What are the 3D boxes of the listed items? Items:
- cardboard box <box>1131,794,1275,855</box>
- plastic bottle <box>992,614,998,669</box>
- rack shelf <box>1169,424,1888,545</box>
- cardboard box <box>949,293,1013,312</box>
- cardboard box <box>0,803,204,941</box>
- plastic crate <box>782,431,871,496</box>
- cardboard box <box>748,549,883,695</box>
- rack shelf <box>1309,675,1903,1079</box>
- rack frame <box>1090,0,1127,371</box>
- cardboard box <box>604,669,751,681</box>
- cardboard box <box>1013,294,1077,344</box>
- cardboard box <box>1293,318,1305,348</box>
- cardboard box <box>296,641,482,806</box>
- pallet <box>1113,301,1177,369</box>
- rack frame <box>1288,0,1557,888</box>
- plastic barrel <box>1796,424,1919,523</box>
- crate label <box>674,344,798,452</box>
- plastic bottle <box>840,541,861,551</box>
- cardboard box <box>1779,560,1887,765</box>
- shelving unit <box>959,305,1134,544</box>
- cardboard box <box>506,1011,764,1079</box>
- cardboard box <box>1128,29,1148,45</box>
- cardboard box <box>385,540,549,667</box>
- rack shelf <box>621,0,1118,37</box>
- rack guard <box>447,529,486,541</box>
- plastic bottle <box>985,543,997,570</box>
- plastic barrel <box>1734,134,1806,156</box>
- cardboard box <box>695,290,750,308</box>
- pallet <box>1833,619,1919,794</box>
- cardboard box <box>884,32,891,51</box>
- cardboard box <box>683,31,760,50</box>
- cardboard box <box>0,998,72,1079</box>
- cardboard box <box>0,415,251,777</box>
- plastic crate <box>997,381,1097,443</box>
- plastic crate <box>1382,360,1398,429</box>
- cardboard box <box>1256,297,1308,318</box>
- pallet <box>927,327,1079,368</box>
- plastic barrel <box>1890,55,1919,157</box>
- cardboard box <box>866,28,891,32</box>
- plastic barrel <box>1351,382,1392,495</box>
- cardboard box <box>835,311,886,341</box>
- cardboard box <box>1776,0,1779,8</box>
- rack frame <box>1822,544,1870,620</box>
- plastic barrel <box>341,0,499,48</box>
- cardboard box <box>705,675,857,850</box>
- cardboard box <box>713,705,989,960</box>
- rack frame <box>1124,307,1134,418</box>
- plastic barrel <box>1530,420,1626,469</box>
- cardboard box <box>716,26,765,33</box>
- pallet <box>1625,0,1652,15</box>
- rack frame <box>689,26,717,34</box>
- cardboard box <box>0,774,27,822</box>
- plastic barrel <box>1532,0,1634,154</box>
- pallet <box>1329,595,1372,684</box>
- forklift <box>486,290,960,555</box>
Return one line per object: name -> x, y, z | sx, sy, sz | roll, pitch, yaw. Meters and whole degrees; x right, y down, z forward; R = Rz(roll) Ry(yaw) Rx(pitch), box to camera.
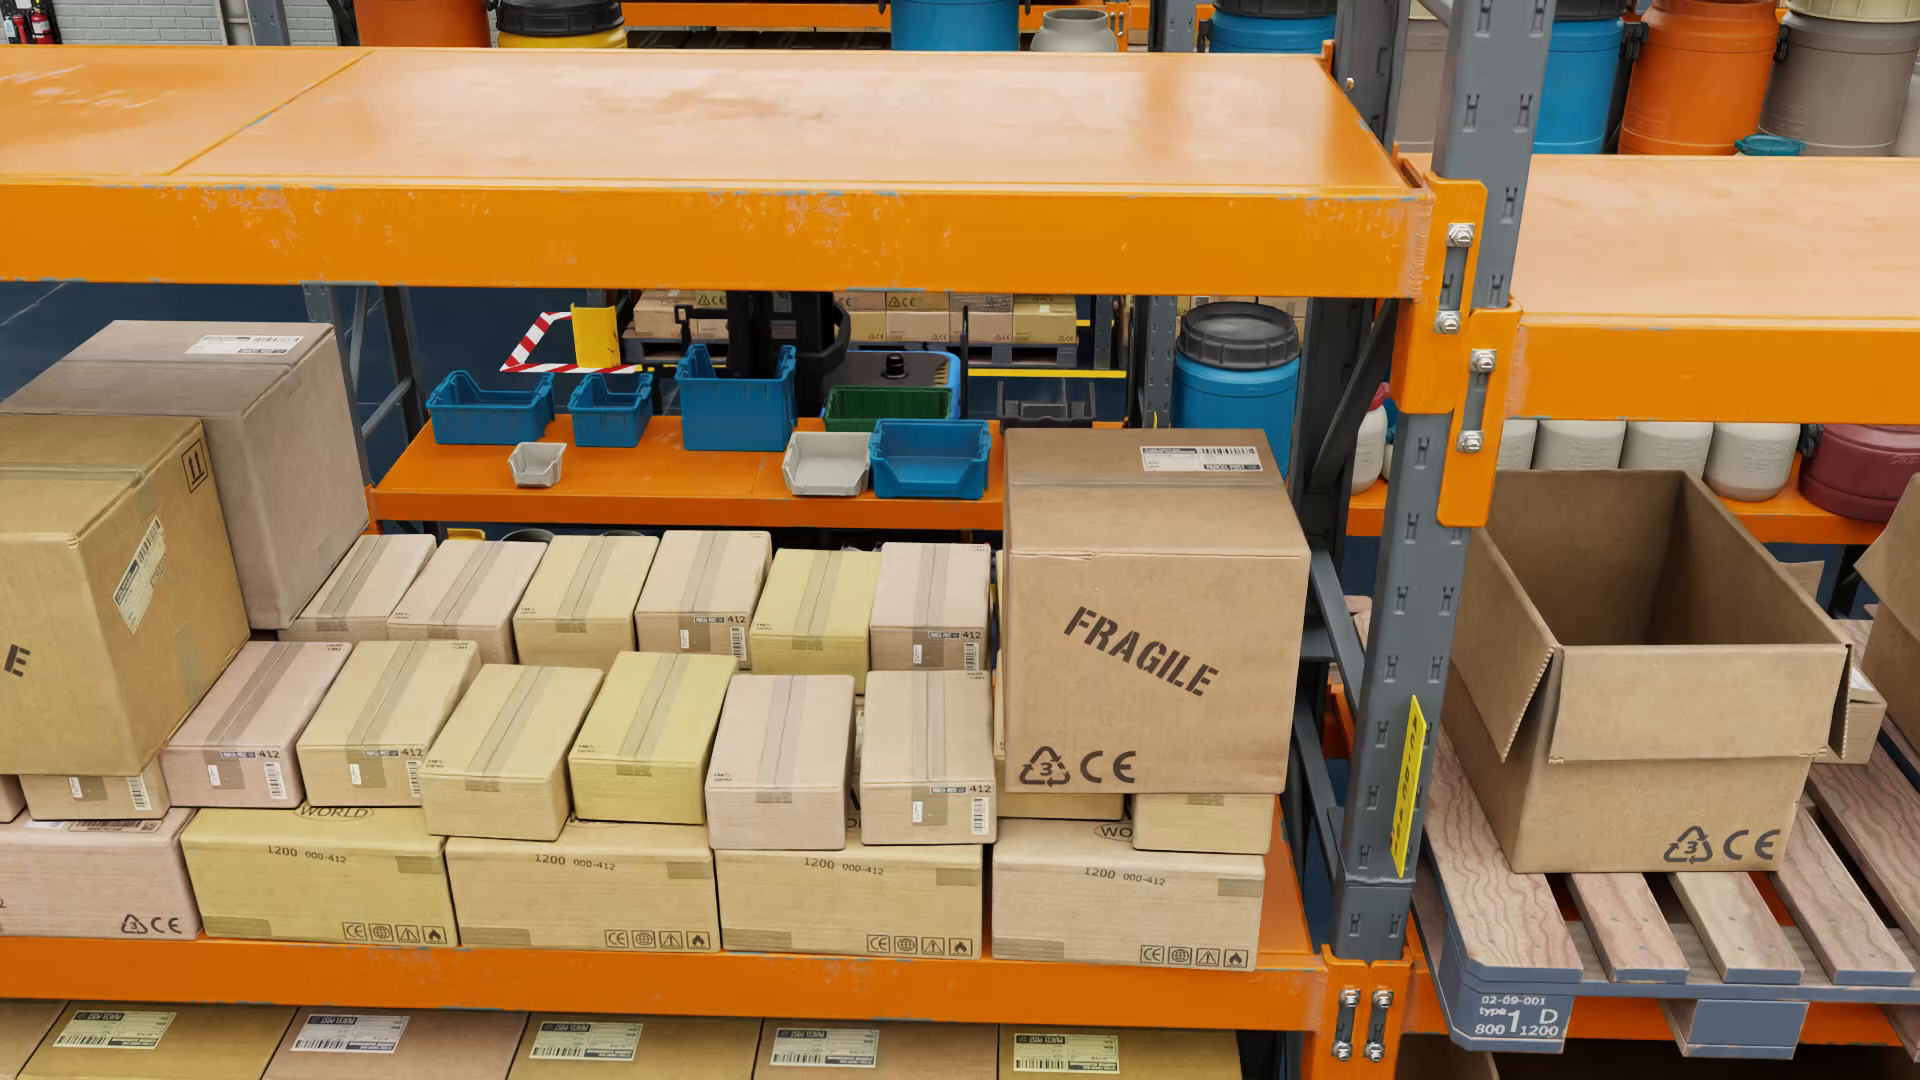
cardboard box -> 0.457, 0.426, 3.202 | 0.250, 0.149, 0.380 | 2, 28, 3
plastic bottle -> 0.121, 0.510, 8.870 | 0.185, 0.351, 0.144 | 0, 28, -1
rack shelf -> 2.966, -0.237, 8.687 | 4.000, 0.370, 1.077 | 1, 28, 2
cardboard box -> 0.175, -2.127, 13.172 | 0.500, 0.500, 0.500 | 1, 28, 2
cardboard box -> -1.723, 0.550, 3.392 | 0.500, 0.250, 0.500 | 1, 28, 2
plastic crate -> -0.665, -0.379, 8.470 | 0.437, 0.136, 0.530 | 1, 28, 2
cardboard box -> -0.308, 0.175, 3.674 | 0.250, 0.149, 0.380 | 2, 28, 3
rack shelf -> 2.791, 0.756, 3.611 | 4.000, 0.370, 1.077 | 1, 28, 2
rack frame -> 1.145, -2.906, 12.955 | 0.127, 3.000, 1.000 | 1, 28, 2
cardboard box -> -0.674, 0.325, 3.817 | 0.500, 0.250, 0.500 | 0, 28, 0
cardboard box -> 0.674, -1.782, 13.322 | 0.500, 0.250, 0.500 | 1, 28, 2
cardboard box -> 2.568, -1.738, 13.238 | 0.500, 0.250, 0.500 | 0, 28, 0
cardboard box -> -1.127, 0.360, 3.325 | 0.250, 0.149, 0.380 | 0, 28, 0
pallet -> 1.883, -1.680, 13.619 | 1.213, 0.211, 1.003 | 1, 28, 2
rack frame -> 0.792, -0.920, 2.803 | 0.127, 3.000, 1.000 | 1, 28, 2
plastic barrel -> 4.490, -0.447, 8.171 | 0.708, 0.536, 0.600 | 1, 28, 2
crate label -> -1.182, -0.765, 8.879 | 0.616, 0.435, 0.502 | 1, 28, 2
plastic bottle -> -0.625, 0.168, 9.515 | 0.185, 0.351, 0.144 | 2, 28, 4
cardboard box -> 1.735, 0.248, 3.497 | 0.258, 0.266, 0.396 | 2, 28, 4
shelving unit -> 0.544, -0.654, 10.307 | 1.083, 1.500, 0.587 | 1, 28, 2
cardboard box -> -0.667, 1.219, 3.682 | 0.500, 0.500, 0.500 | 1, 28, 2
cardboard box -> 1.824, -5.439, 17.156 | 0.500, 0.500, 0.700 | 1, 28, 2
cardboard box -> -1.085, 0.154, 3.714 | 0.250, 0.149, 0.380 | 2, 28, 3
rack shelf -> -0.853, -3.946, 12.483 | 4.000, 0.370, 1.077 | 1, 28, 2
rack guard -> -2.953, 0.430, 9.330 | 0.348, 0.500, 1.175 | 1, 28, 2
plastic bottle -> 0.175, 0.181, 9.490 | 0.185, 0.351, 0.144 | 2, 28, 3
plastic barrel -> 3.685, -1.697, 7.620 | 0.301, 0.262, 0.301 | 0, 28, 0
cardboard box -> -1.824, -2.154, 13.222 | 0.500, 0.500, 0.500 | 1, 28, 2
pallet -> 2.442, 0.564, 3.406 | 1.003, 0.211, 1.213 | 1, 28, 2
cardboard box -> -0.304, -3.544, 12.666 | 0.500, 0.500, 0.700 | 1, 28, 2
cardboard box -> -1.807, -3.569, 12.713 | 0.500, 0.500, 0.700 | 0, 28, 0
cardboard box -> -2.166, 1.196, 3.725 | 0.500, 0.500, 0.500 | 1, 28, 2
cardboard box -> -1.731, 0.094, 3.135 | 0.500, 0.500, 0.500 | 1, 28, 2
plastic crate -> 0.448, -0.628, 8.724 | 0.504, 0.338, 0.767 | 1, 28, 2
plastic crate -> 2.080, -0.708, 8.825 | 0.575, 0.384, 0.392 | 1, 28, 2
cardboard box -> 2.567, -1.982, 13.101 | 0.500, 0.311, 0.500 | 0, 28, 0
pallet -> 0.352, -1.707, 13.669 | 1.213, 0.211, 1.003 | 1, 28, 2
plastic barrel -> 4.665, -2.045, 8.008 | 0.421, 0.512, 0.421 | 0, 28, 0
cardboard box -> -0.689, -5.389, 16.977 | 0.500, 0.500, 0.500 | 2, 28, 3
plastic barrel -> 1.915, -0.529, 8.326 | 0.433, 0.535, 0.433 | 0, 28, 0
cardboard box -> -0.825, -1.804, 13.364 | 0.500, 0.250, 0.500 | 1, 28, 2
cardboard box -> 5.580, -4.218, 12.120 | 0.500, 0.500, 0.910 | 1, 28, 2
rack frame -> 4.964, -0.521, 8.456 | 0.127, 3.000, 1.000 | 1, 28, 2
plastic barrel -> -2.541, -2.406, 7.901 | 0.708, 0.830, 0.600 | 1, 28, 2
cardboard box -> -0.337, 0.422, 3.208 | 0.250, 0.149, 0.380 | 0, 28, 0
cardboard box -> -0.194, 0.573, 3.349 | 0.500, 0.250, 0.500 | 2, 28, 3
rack frame -> 1.043, -0.645, 10.292 | 0.032, 1.500, 0.500 | 1, 28, 2
plastic barrel -> 3.081, -0.510, 8.289 | 0.433, 0.535, 0.433 | 0, 28, 0
cardboard box -> -2.215, -5.416, 17.028 | 0.500, 0.500, 0.500 | 1, 28, 2
pallet -> 4.462, -4.051, 12.114 | 1.003, 0.211, 1.213 | 2, 28, 4
rack frame -> -2.681, -5.291, 17.453 | 0.127, 3.000, 1.000 | 1, 28, 2
cardboard box -> -1.914, 0.382, 3.284 | 0.250, 0.149, 0.380 | 1, 28, 2
plastic barrel -> 2.790, -2.206, 7.896 | 0.708, 0.901, 0.600 | 1, 28, 2
pallet -> 1.753, 0.639, 9.244 | 1.213, 0.211, 1.003 | 1, 28, 2
forklift -> -1.514, -1.357, 10.107 | 3.031, 2.935, 1.130 | 1, 28, 2
